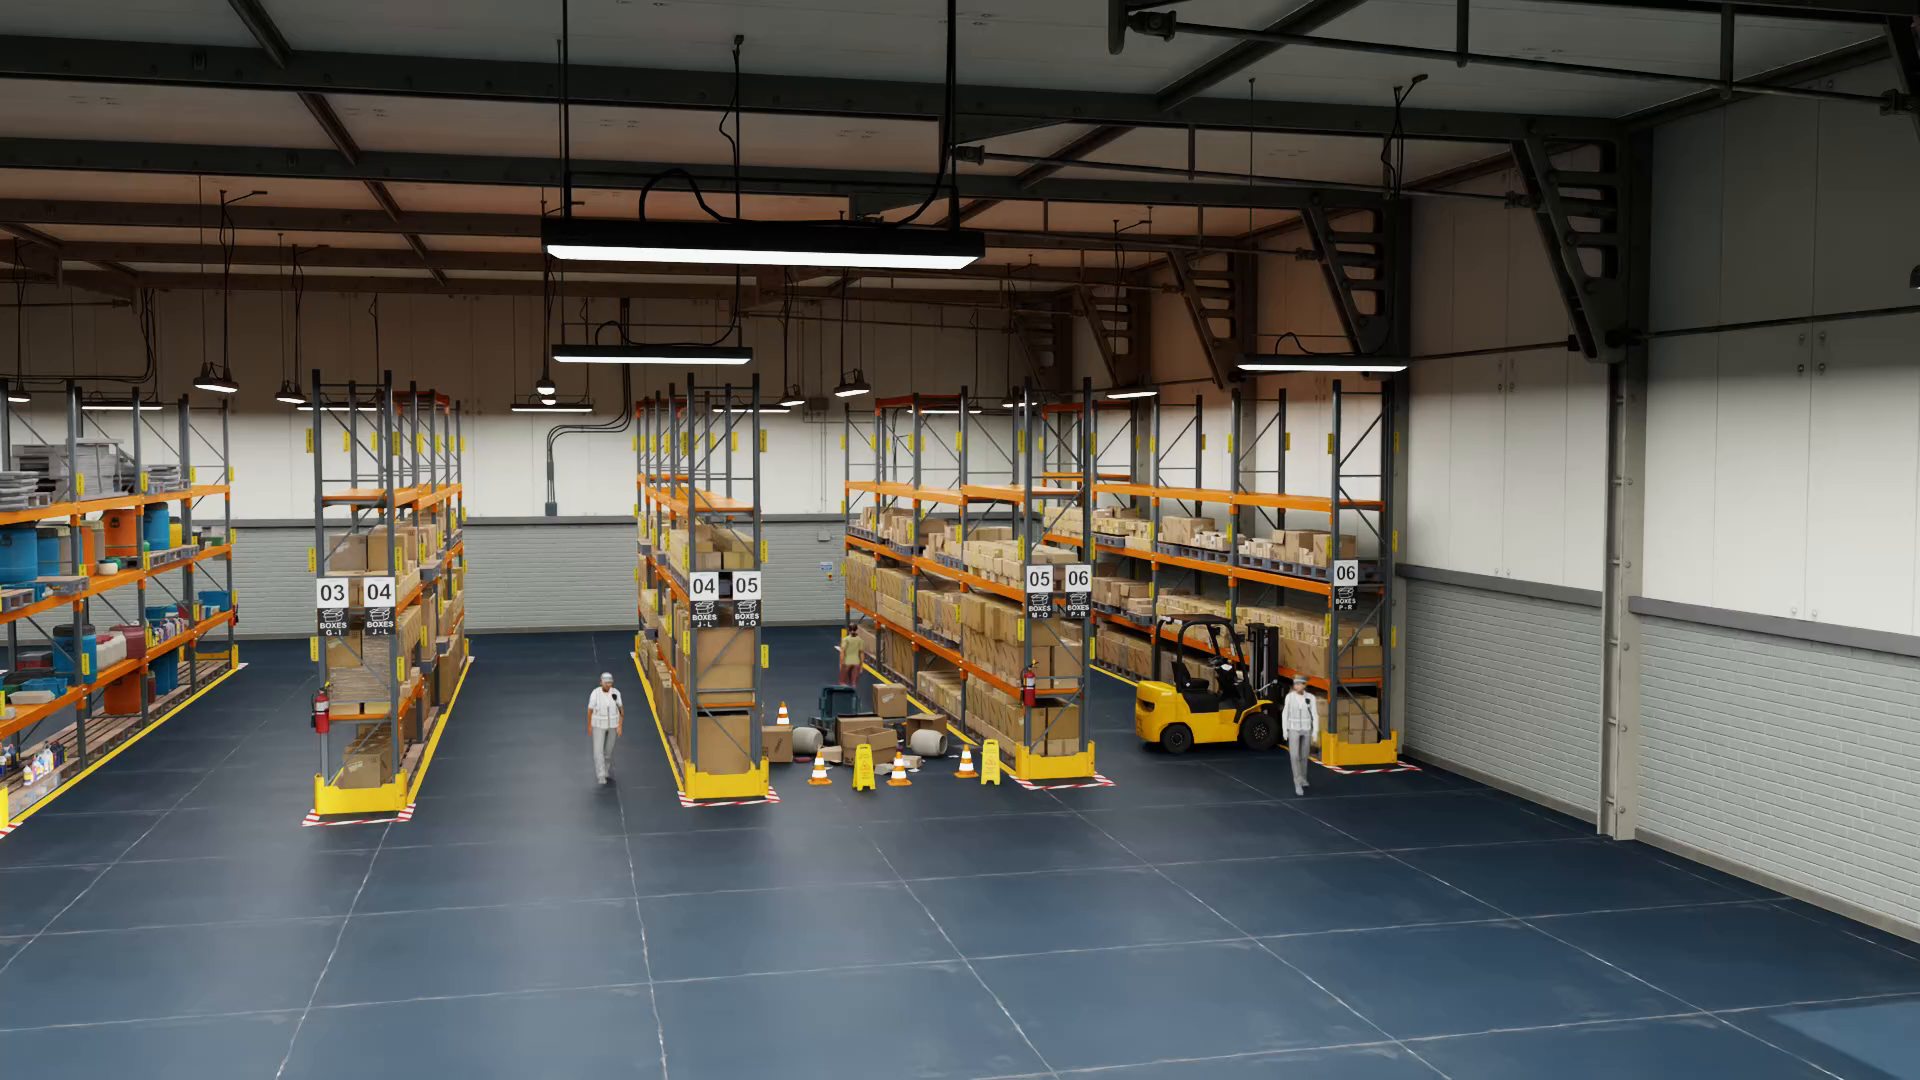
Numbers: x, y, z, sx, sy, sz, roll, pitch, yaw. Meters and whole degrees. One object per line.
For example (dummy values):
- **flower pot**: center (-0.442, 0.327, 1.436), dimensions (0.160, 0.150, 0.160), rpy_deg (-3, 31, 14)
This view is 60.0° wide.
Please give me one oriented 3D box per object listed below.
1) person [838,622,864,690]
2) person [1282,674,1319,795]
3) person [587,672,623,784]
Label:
- **person**: center (-2.020, 2.366, 31.047), dimensions (0.487, 1.670, 0.464), rpy_deg (-1, 3, -17)
- **person**: center (4.926, 2.798, 24.030), dimensions (0.512, 1.724, 0.703), rpy_deg (0, 3, 7)
- **person**: center (-5.214, 2.758, 24.510), dimensions (0.526, 1.609, 0.990), rpy_deg (-2, 4, -30)
